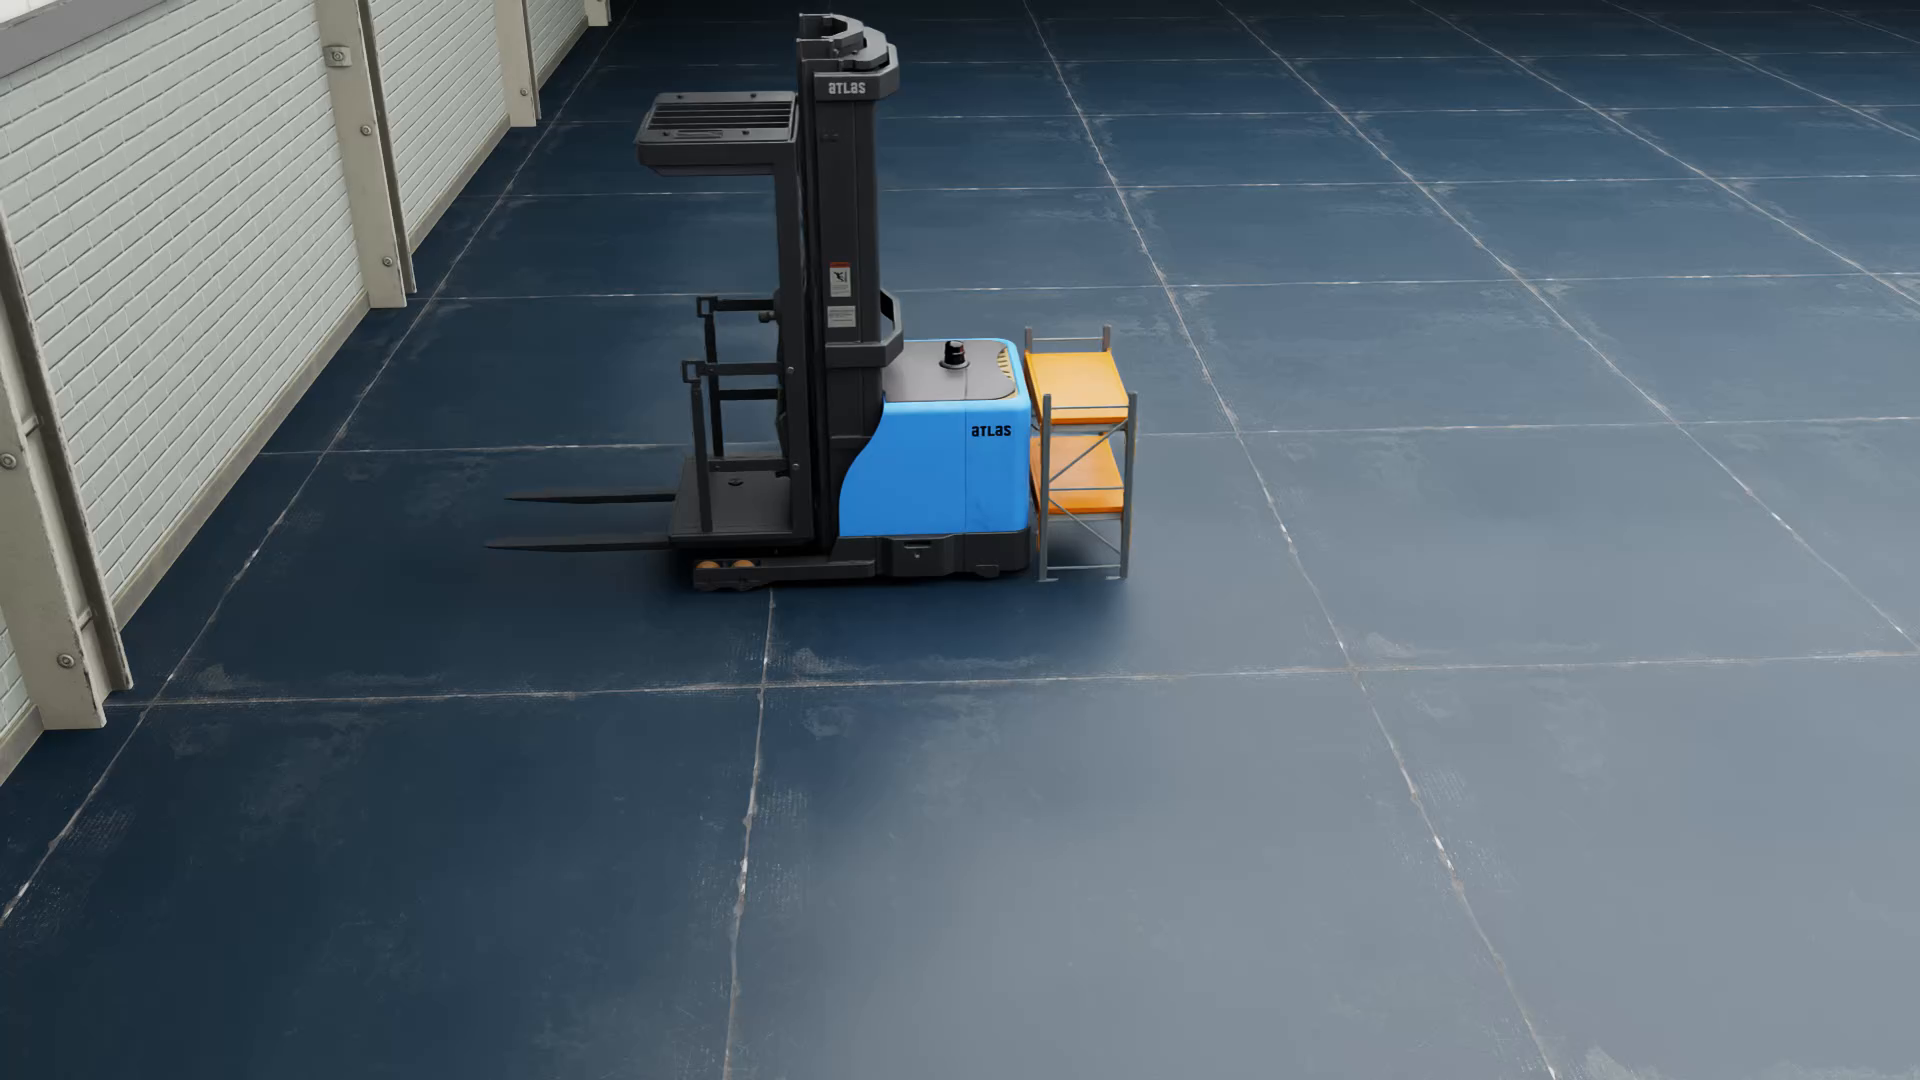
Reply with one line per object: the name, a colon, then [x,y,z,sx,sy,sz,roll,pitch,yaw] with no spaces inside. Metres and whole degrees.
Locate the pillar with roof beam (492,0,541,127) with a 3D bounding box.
pillar with roof beam: [-0.625,-8.818,16.926,9.100,9.000,0.400,-1,28,-3]

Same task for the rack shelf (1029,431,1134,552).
rack shelf: [0.660,-0.295,9.627,0.538,0.278,1.000,-2,28,-3]

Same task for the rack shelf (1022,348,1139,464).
rack shelf: [0.660,-0.771,9.379,0.538,0.278,1.000,-2,28,-3]

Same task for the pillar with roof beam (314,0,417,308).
pillar with roof beam: [-0.312,-6.047,11.614,9.100,9.000,0.400,-1,28,-3]

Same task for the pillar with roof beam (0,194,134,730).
pillar with roof beam: [0.001,-3.276,6.301,9.100,9.000,0.400,-1,28,-3]

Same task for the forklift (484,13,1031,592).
forklift: [-1.145,-1.266,9.008,3.031,2.935,1.130,-2,28,-3]

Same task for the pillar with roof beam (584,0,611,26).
pillar with roof beam: [-0.939,-11.589,22.239,9.100,9.000,0.400,-1,28,-3]

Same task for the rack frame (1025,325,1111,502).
rack frame: [0.630,-0.746,9.964,0.500,1.125,0.032,-2,28,-3]

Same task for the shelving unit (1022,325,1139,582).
shelving unit: [0.660,-0.511,9.514,0.538,1.125,1.048,-2,28,-3]

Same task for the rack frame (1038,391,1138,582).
rack frame: [0.690,-0.277,9.064,0.500,1.125,0.032,-2,28,-3]
